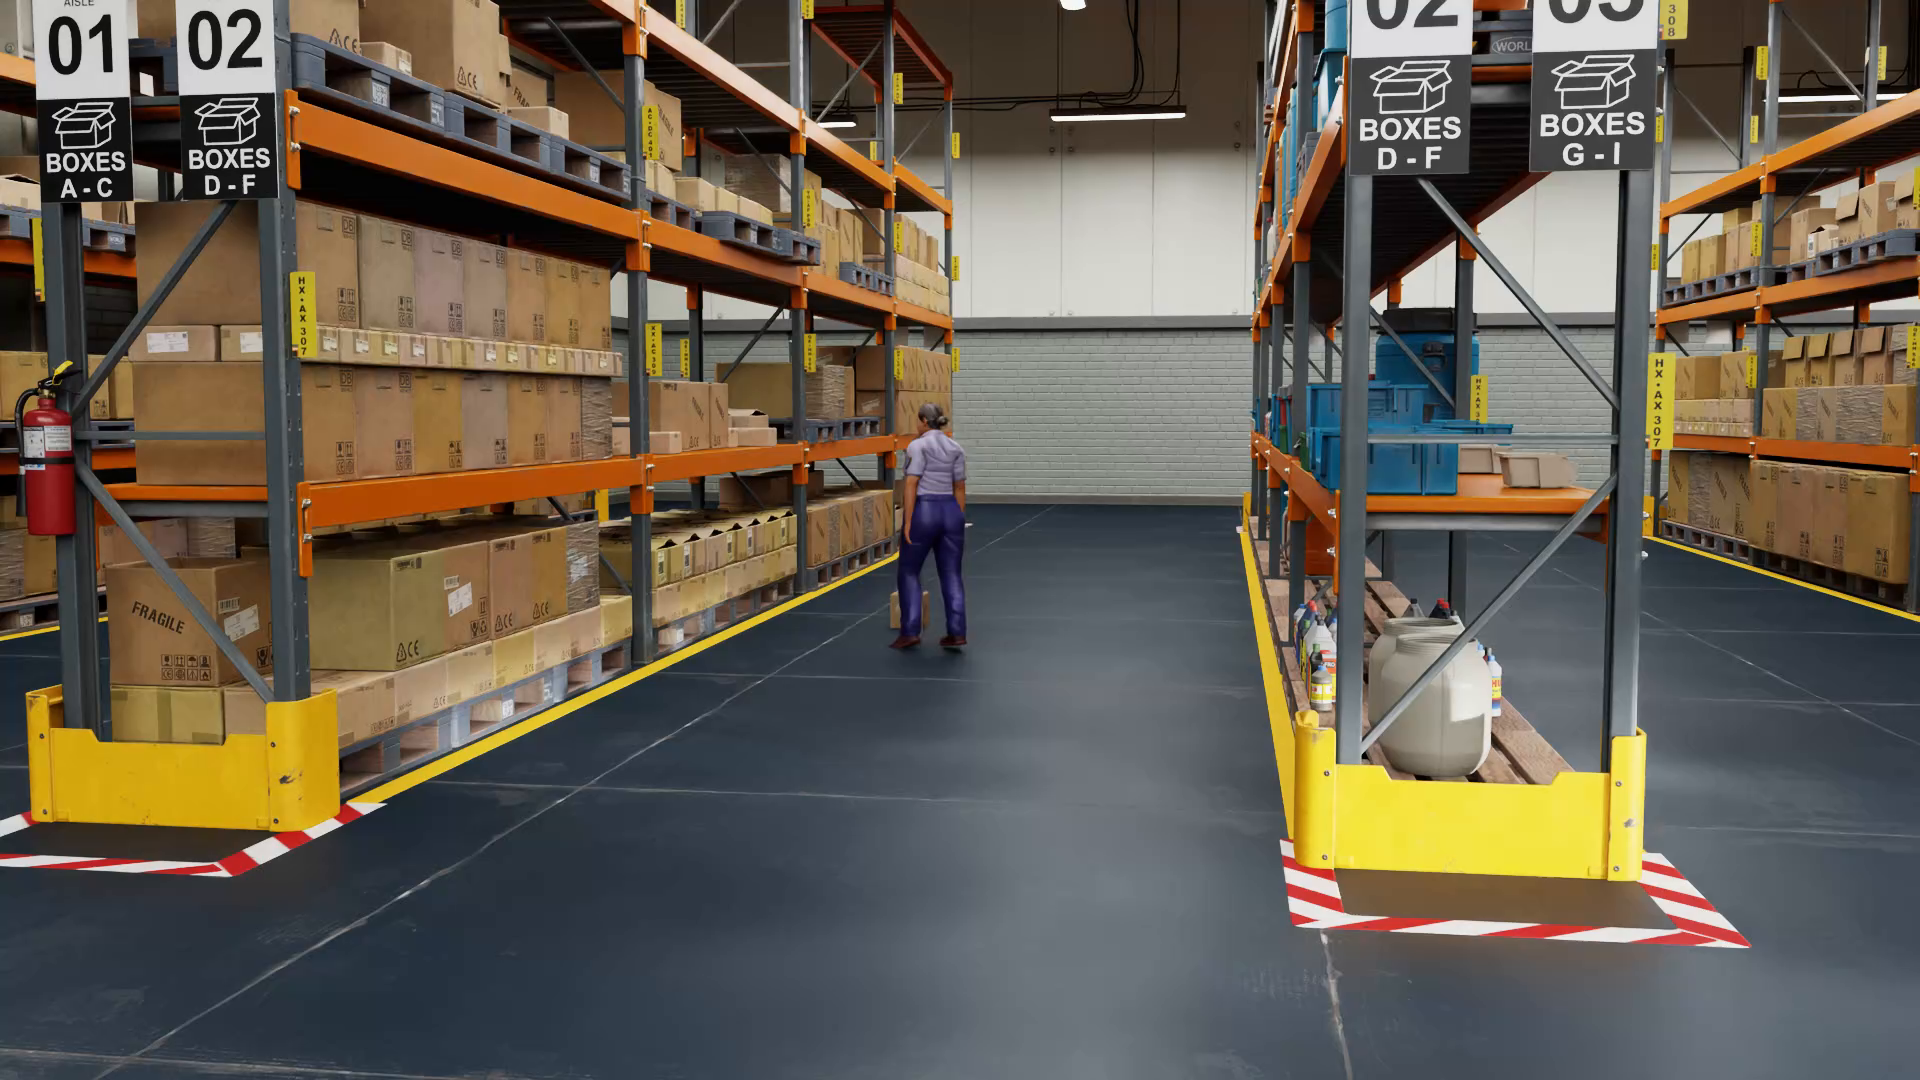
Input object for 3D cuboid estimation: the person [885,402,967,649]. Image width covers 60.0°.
[{"bbox_3d":[-0.168,-0.073,11.131,0.540,1.695,0.544,-3,5,-31],"label":"person"}]
